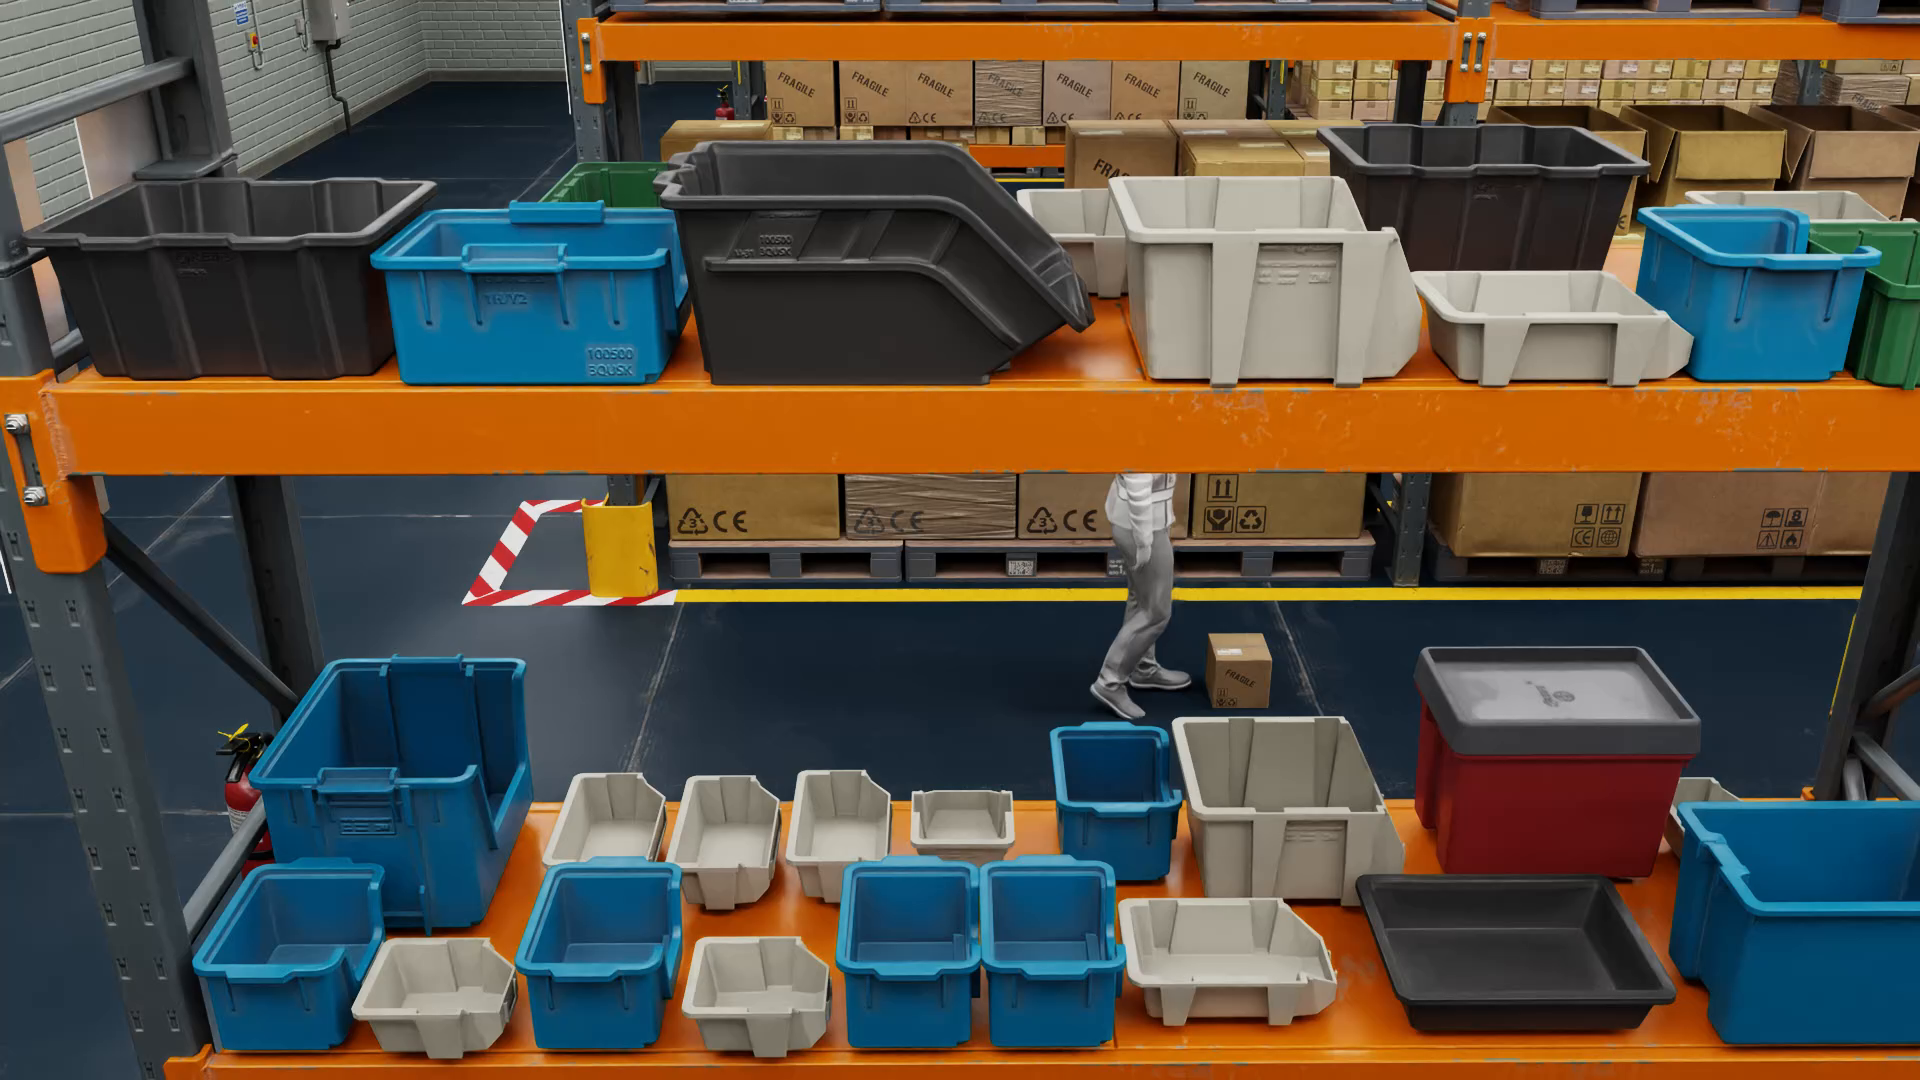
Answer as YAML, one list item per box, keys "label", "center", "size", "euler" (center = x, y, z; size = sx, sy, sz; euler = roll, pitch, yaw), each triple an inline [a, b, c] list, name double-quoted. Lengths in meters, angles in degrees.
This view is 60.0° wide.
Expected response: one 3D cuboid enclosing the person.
- label: "person"
  center: [0.819, -0.046, 7.223]
  size: [0.482, 1.730, 0.488]
  euler: [0, 24, 0]
